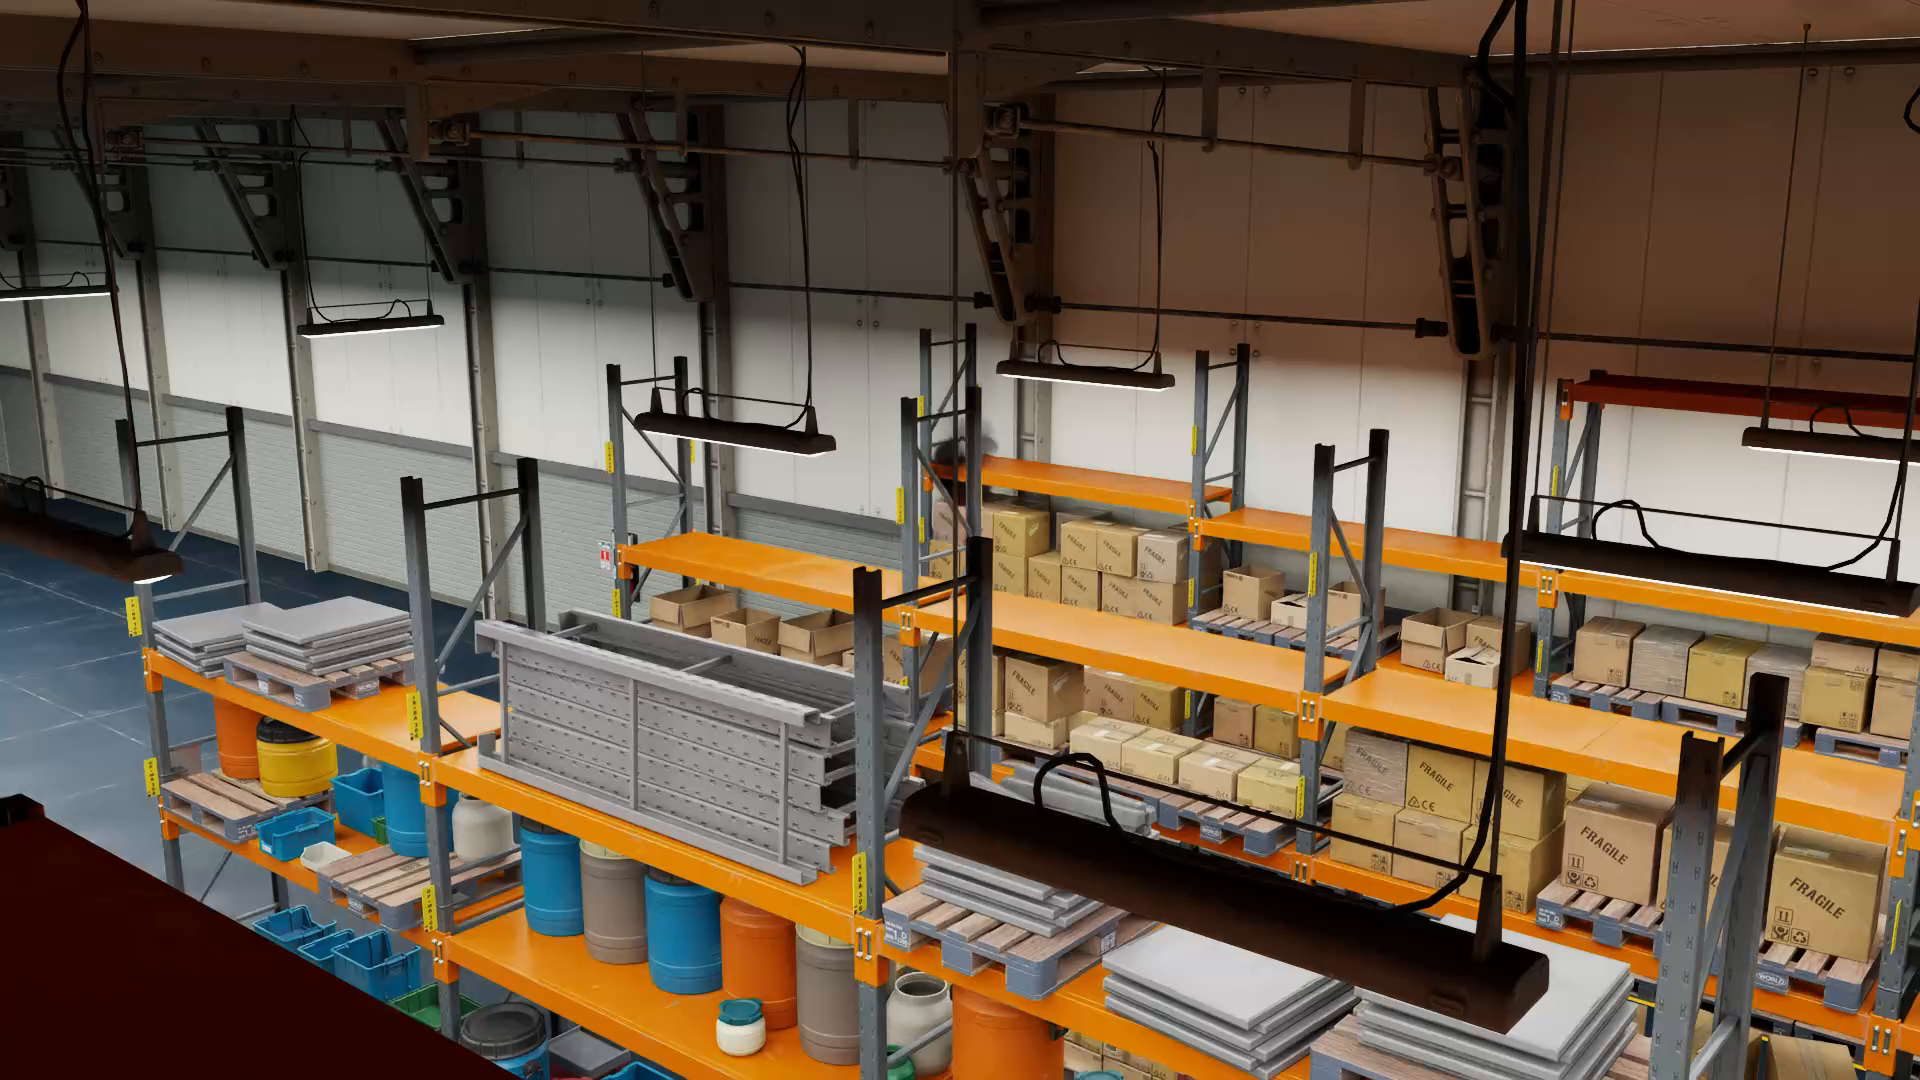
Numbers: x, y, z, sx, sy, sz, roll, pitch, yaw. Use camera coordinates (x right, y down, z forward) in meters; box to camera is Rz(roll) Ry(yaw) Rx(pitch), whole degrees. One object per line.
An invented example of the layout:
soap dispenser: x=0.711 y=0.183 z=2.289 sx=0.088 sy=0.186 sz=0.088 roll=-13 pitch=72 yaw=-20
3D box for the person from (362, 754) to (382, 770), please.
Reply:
person: x=-7.451 y=2.494 z=21.367 sx=0.609 sy=1.732 sz=0.691 roll=-7 pitch=14 yaw=-28
